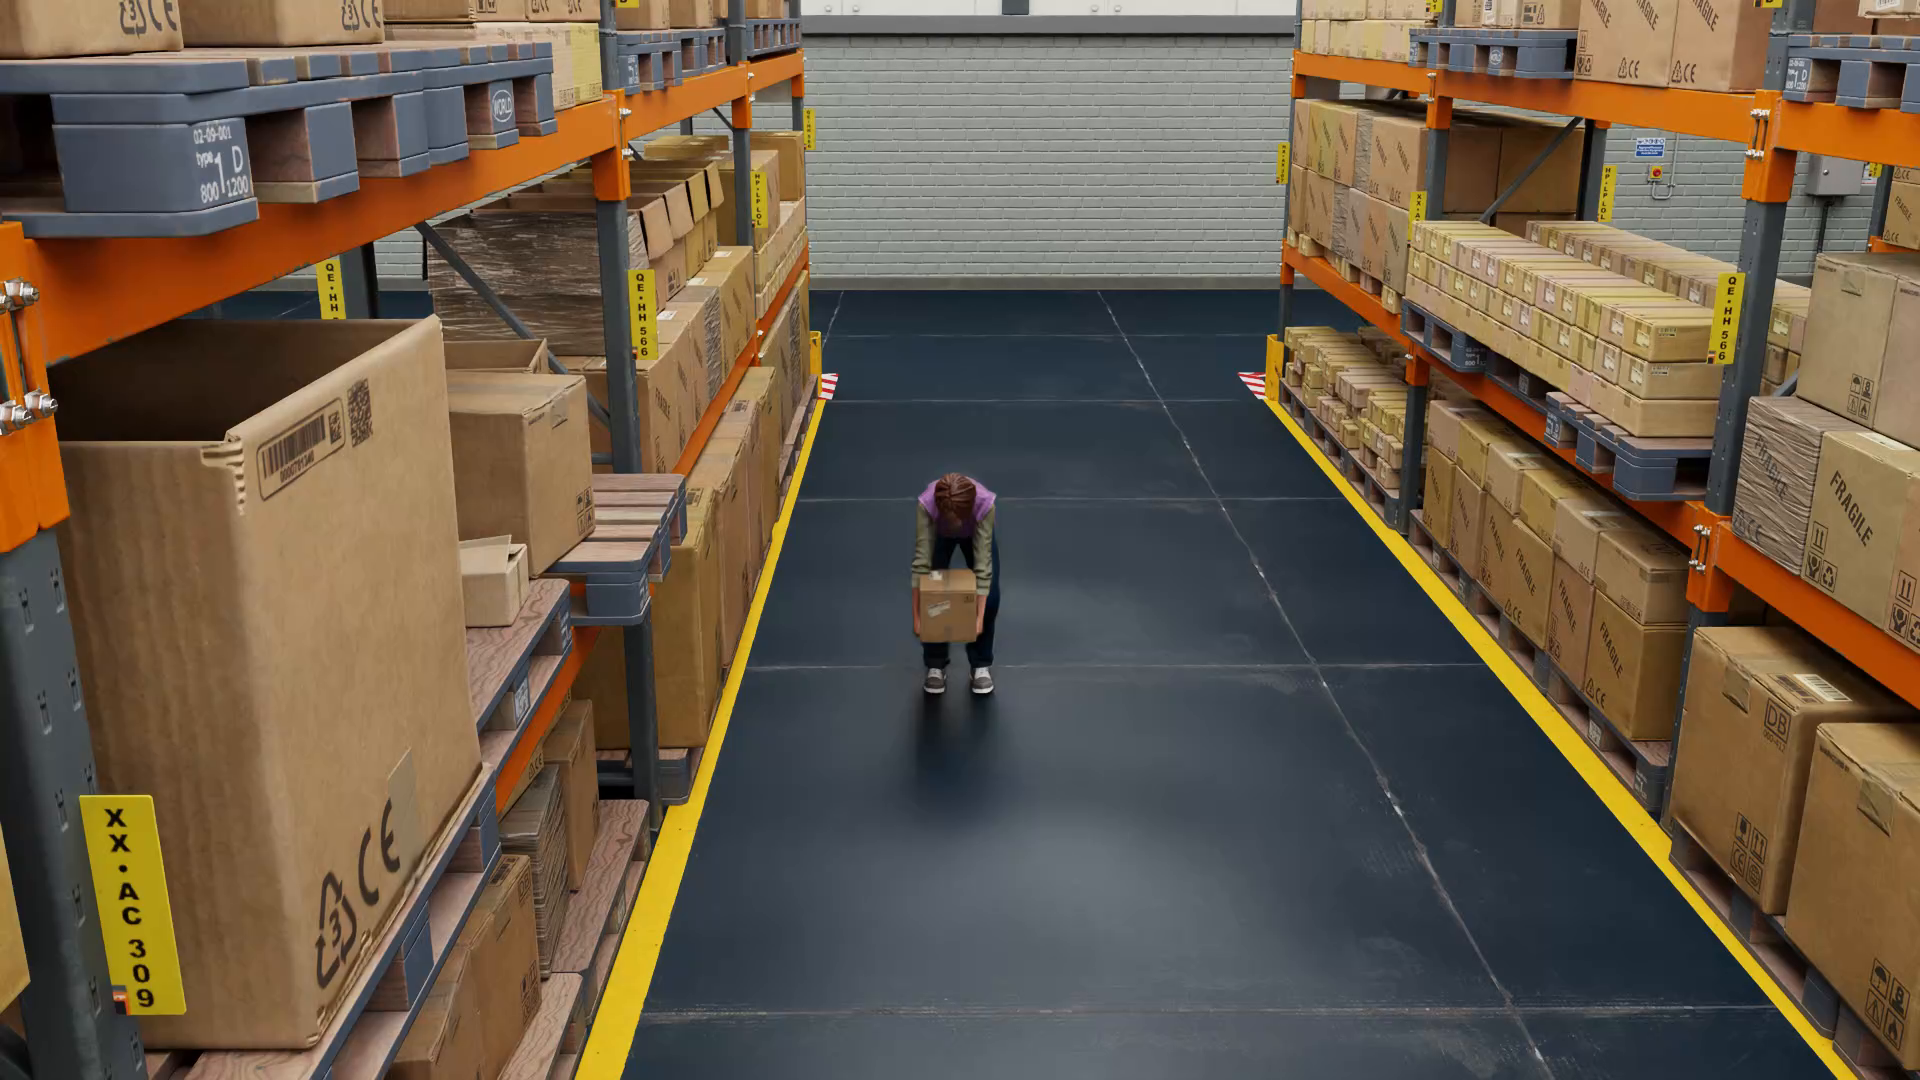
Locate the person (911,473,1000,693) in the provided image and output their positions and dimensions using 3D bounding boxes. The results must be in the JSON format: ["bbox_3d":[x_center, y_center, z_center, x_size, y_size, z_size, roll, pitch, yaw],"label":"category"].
[{"bbox_3d":[-0.017,0.192,7.646,0.413,1.184,0.826,0,17,-1],"label":"person"}]
